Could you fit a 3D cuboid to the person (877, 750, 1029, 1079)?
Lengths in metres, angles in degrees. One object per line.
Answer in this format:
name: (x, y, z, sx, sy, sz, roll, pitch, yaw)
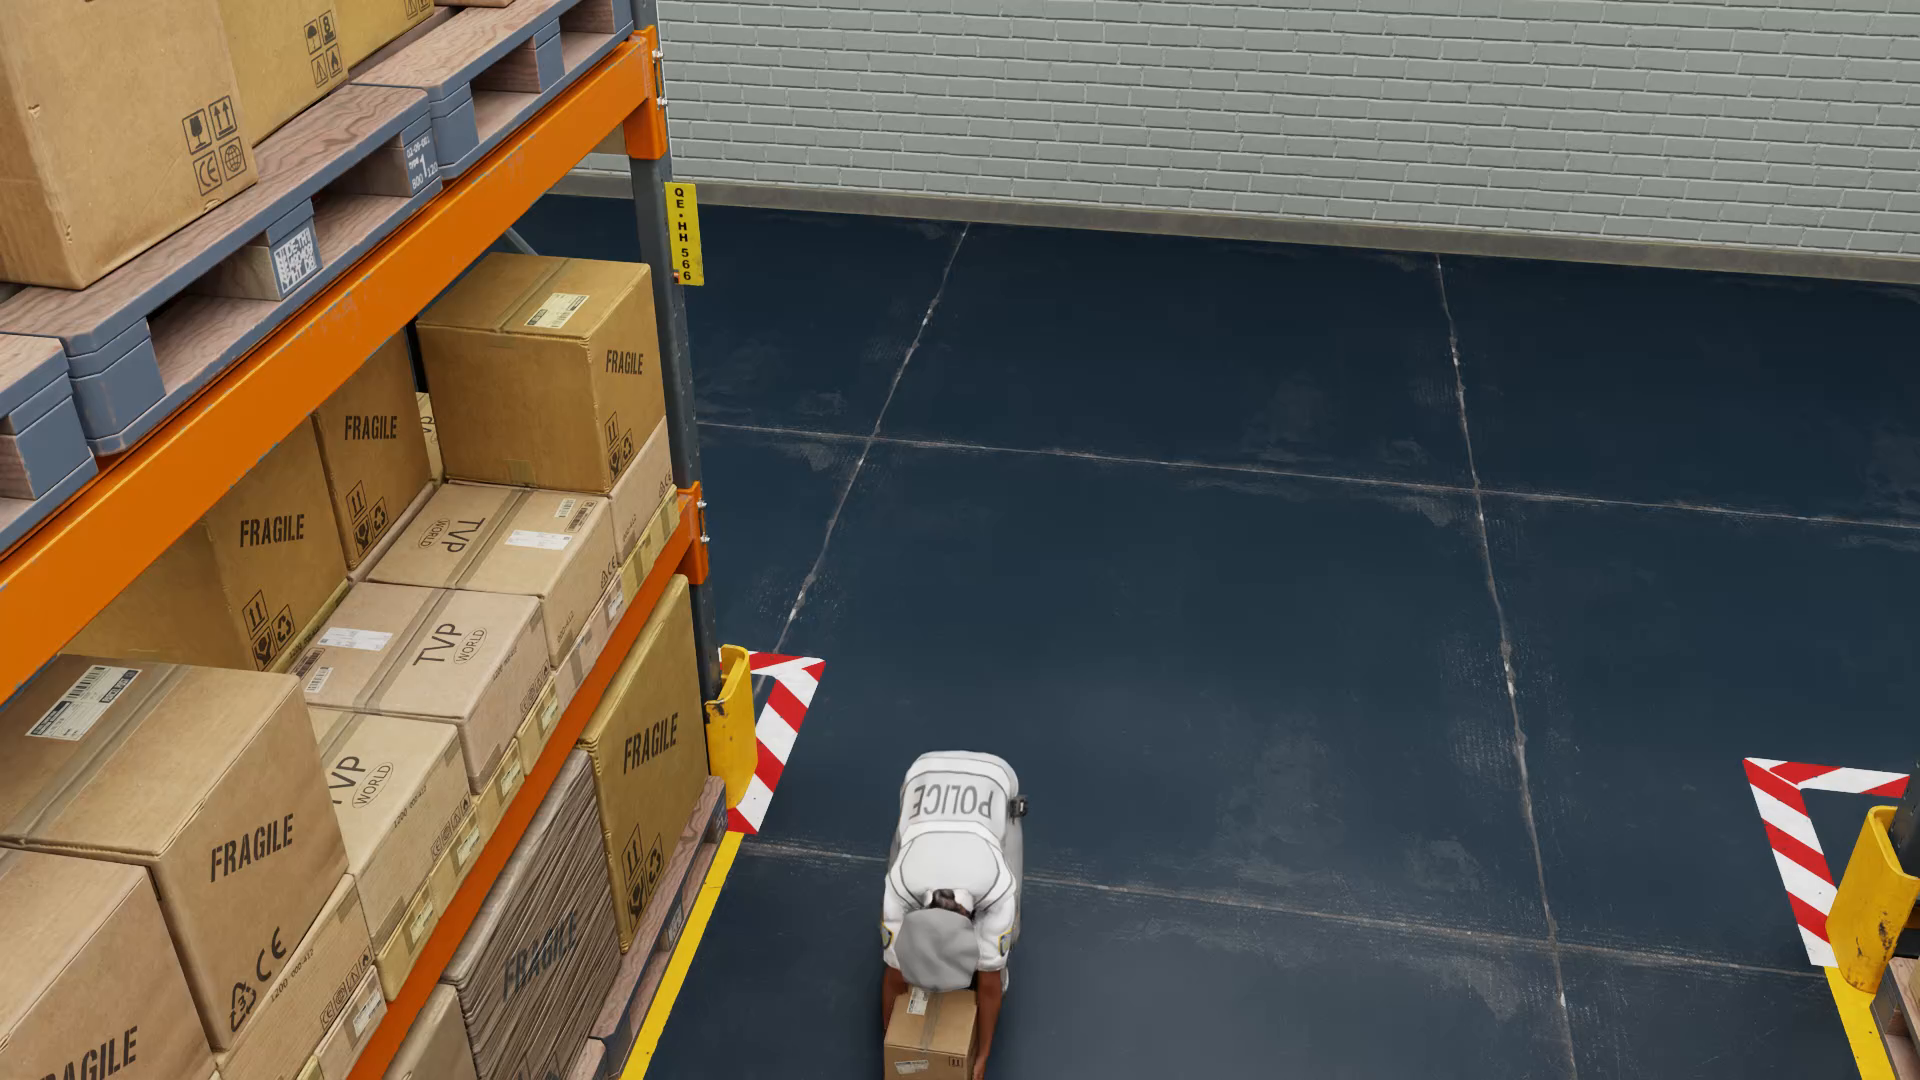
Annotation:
person: (-0.031, 1.161, 5.176, 0.450, 0.791, 0.926, 4, 33, 7)
